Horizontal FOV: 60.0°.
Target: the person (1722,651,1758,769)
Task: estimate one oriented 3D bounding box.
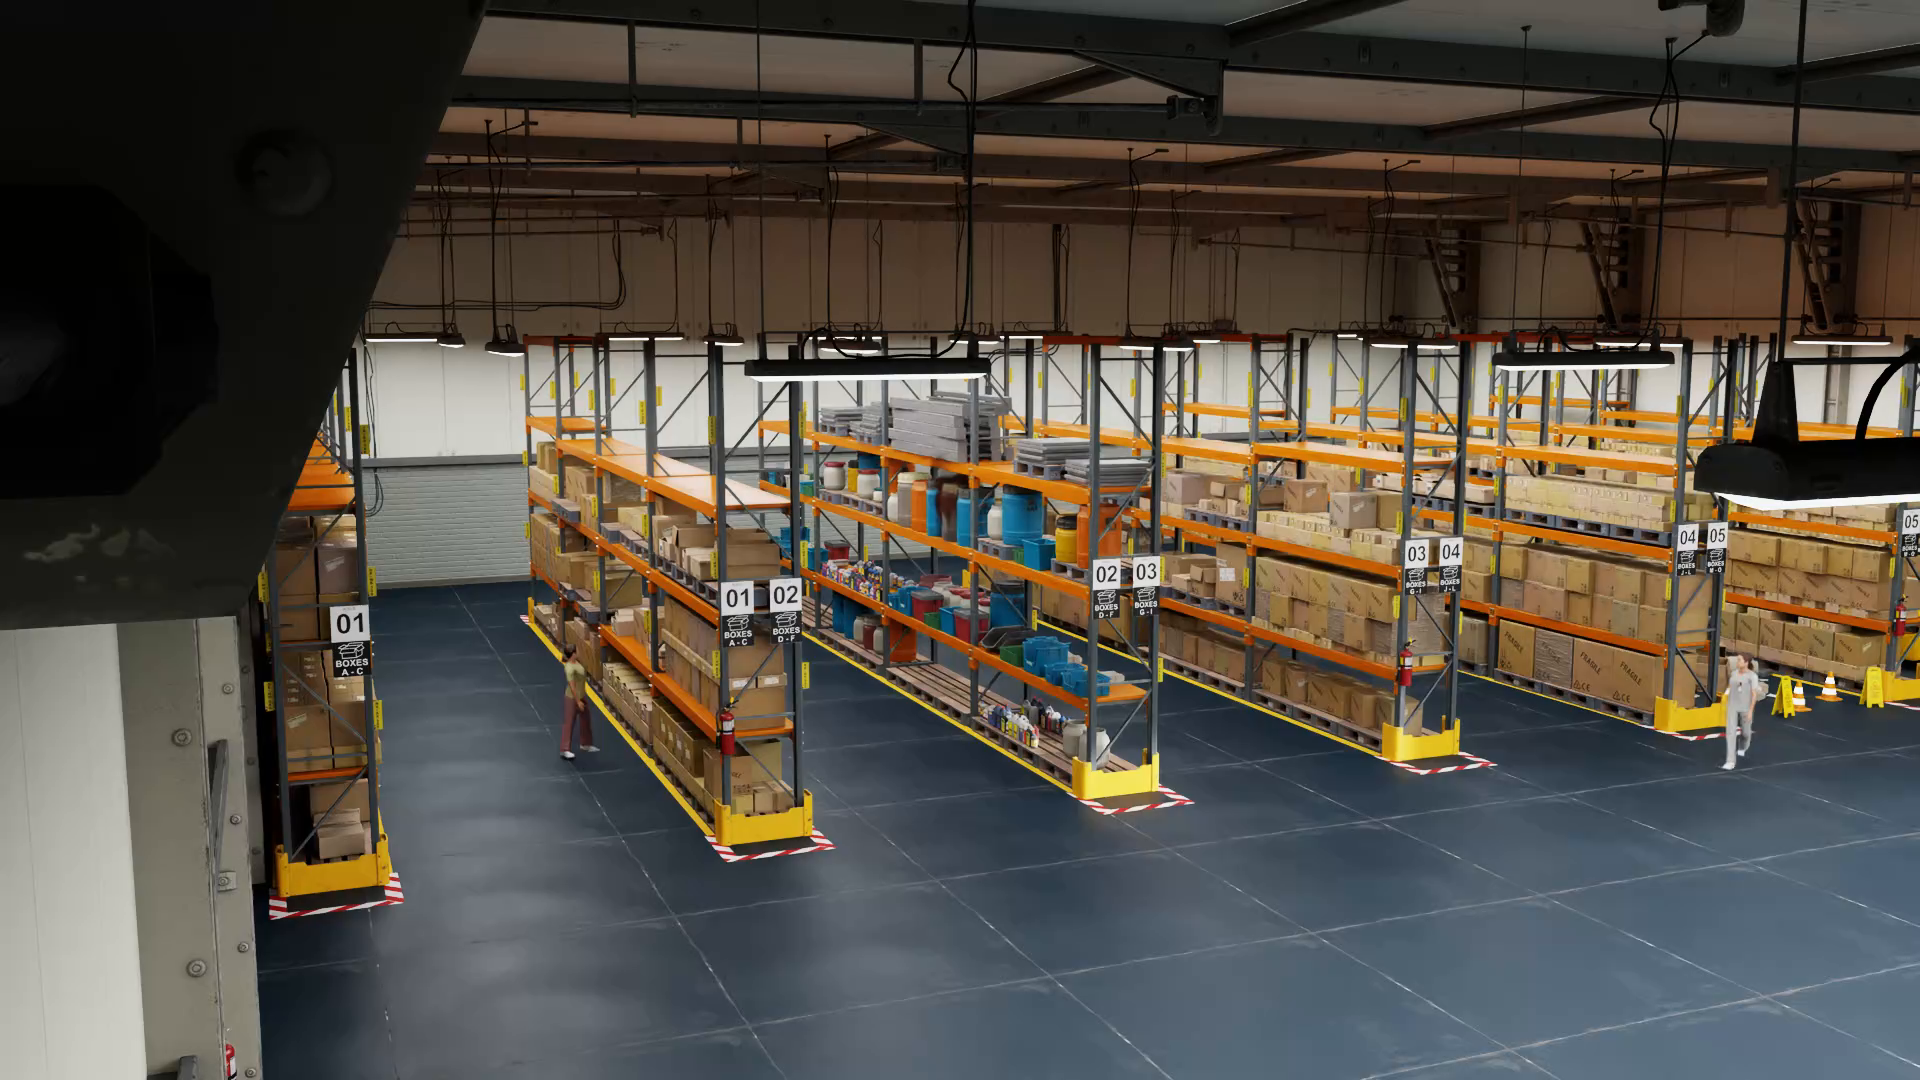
[{"bbox_3d":[11.077,2.389,23.615,0.416,1.637,0.986,3,8,23],"label":"person"}]

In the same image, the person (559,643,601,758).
[{"bbox_3d":[-5.563,2.320,24.157,0.479,1.705,0.594,1,8,7],"label":"person"}]
